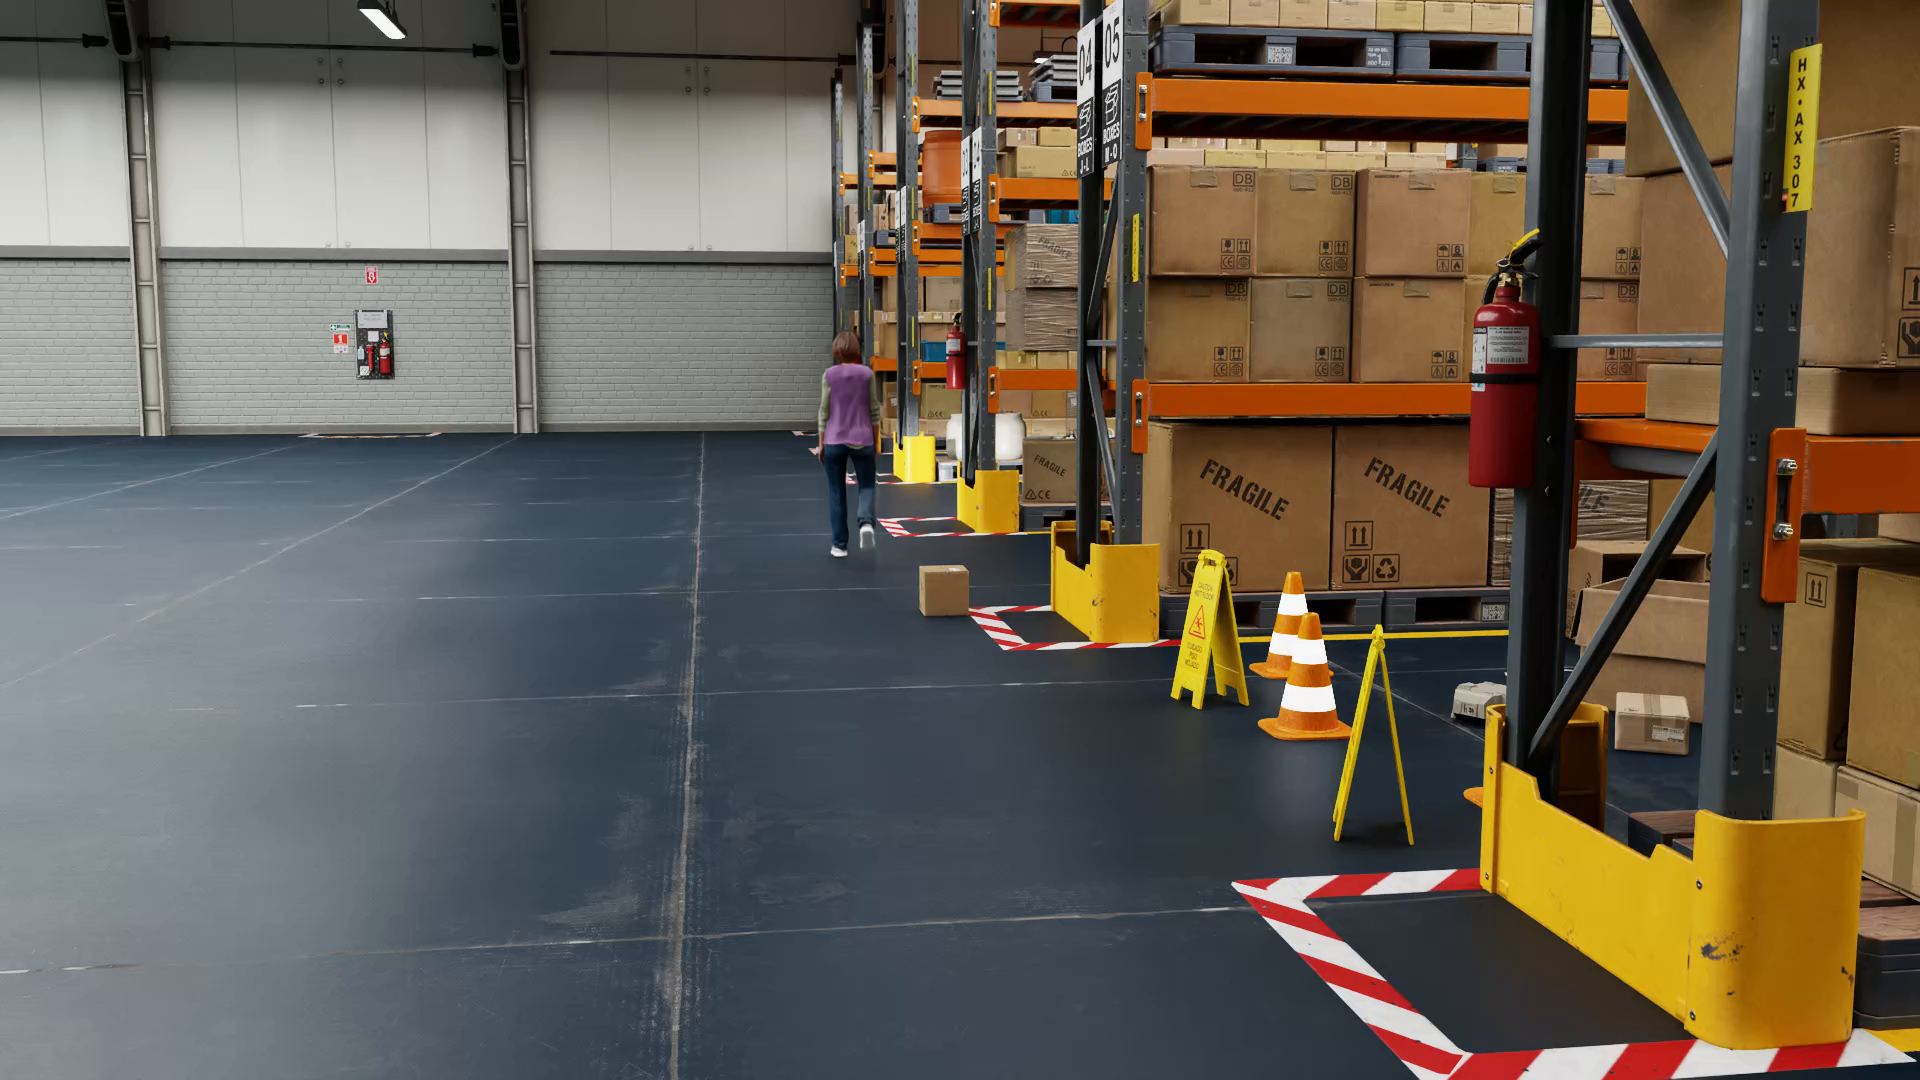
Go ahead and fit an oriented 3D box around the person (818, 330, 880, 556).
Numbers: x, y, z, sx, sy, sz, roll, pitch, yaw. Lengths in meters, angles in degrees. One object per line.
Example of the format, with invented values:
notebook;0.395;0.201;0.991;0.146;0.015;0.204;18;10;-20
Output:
person;-0.767;-0.653;11.509;0.431;1.584;0.663;-1;7;-6
